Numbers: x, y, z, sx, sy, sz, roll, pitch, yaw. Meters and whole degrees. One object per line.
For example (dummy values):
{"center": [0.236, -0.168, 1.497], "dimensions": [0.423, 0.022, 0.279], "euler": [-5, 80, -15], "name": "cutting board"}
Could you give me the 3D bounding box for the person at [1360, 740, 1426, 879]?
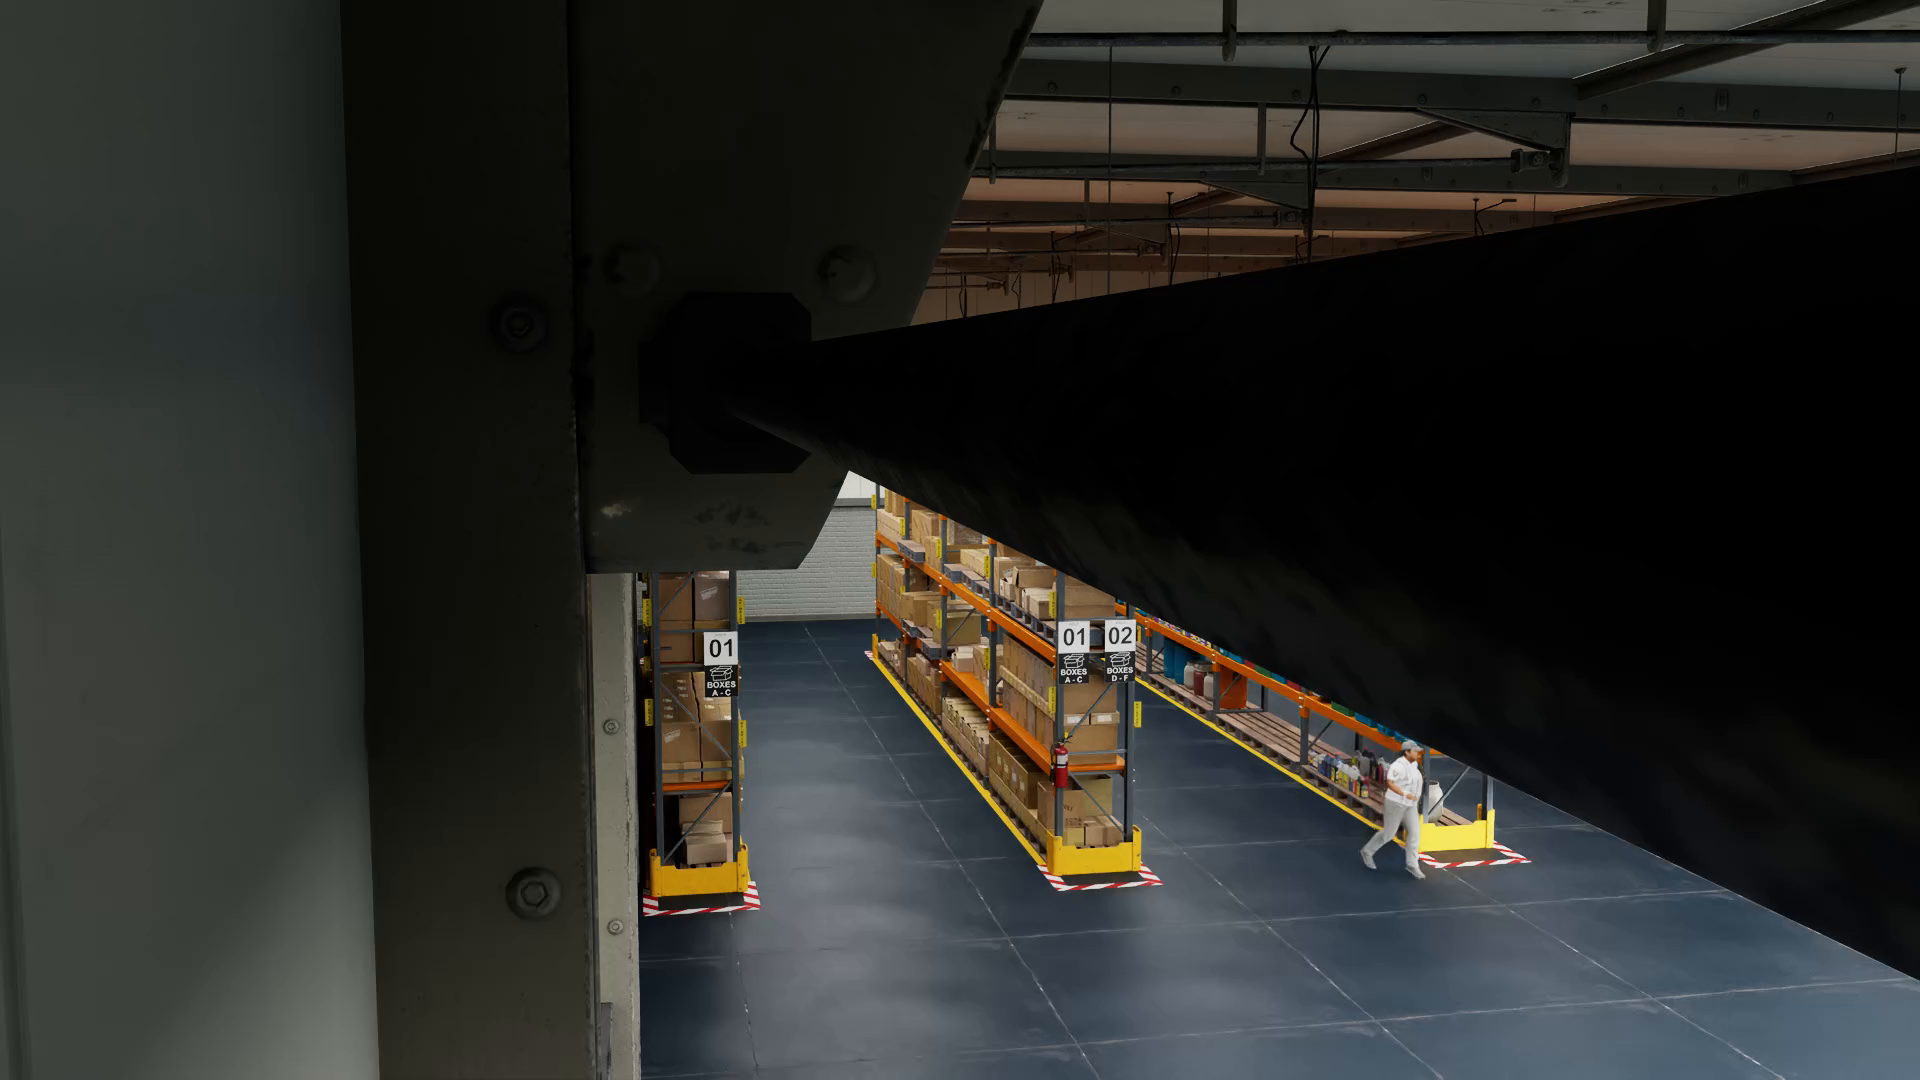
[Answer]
{"center": [5.585, 3.353, 20.978], "dimensions": [0.706, 1.671, 0.858], "euler": [-5, 8, -41], "name": "person"}
